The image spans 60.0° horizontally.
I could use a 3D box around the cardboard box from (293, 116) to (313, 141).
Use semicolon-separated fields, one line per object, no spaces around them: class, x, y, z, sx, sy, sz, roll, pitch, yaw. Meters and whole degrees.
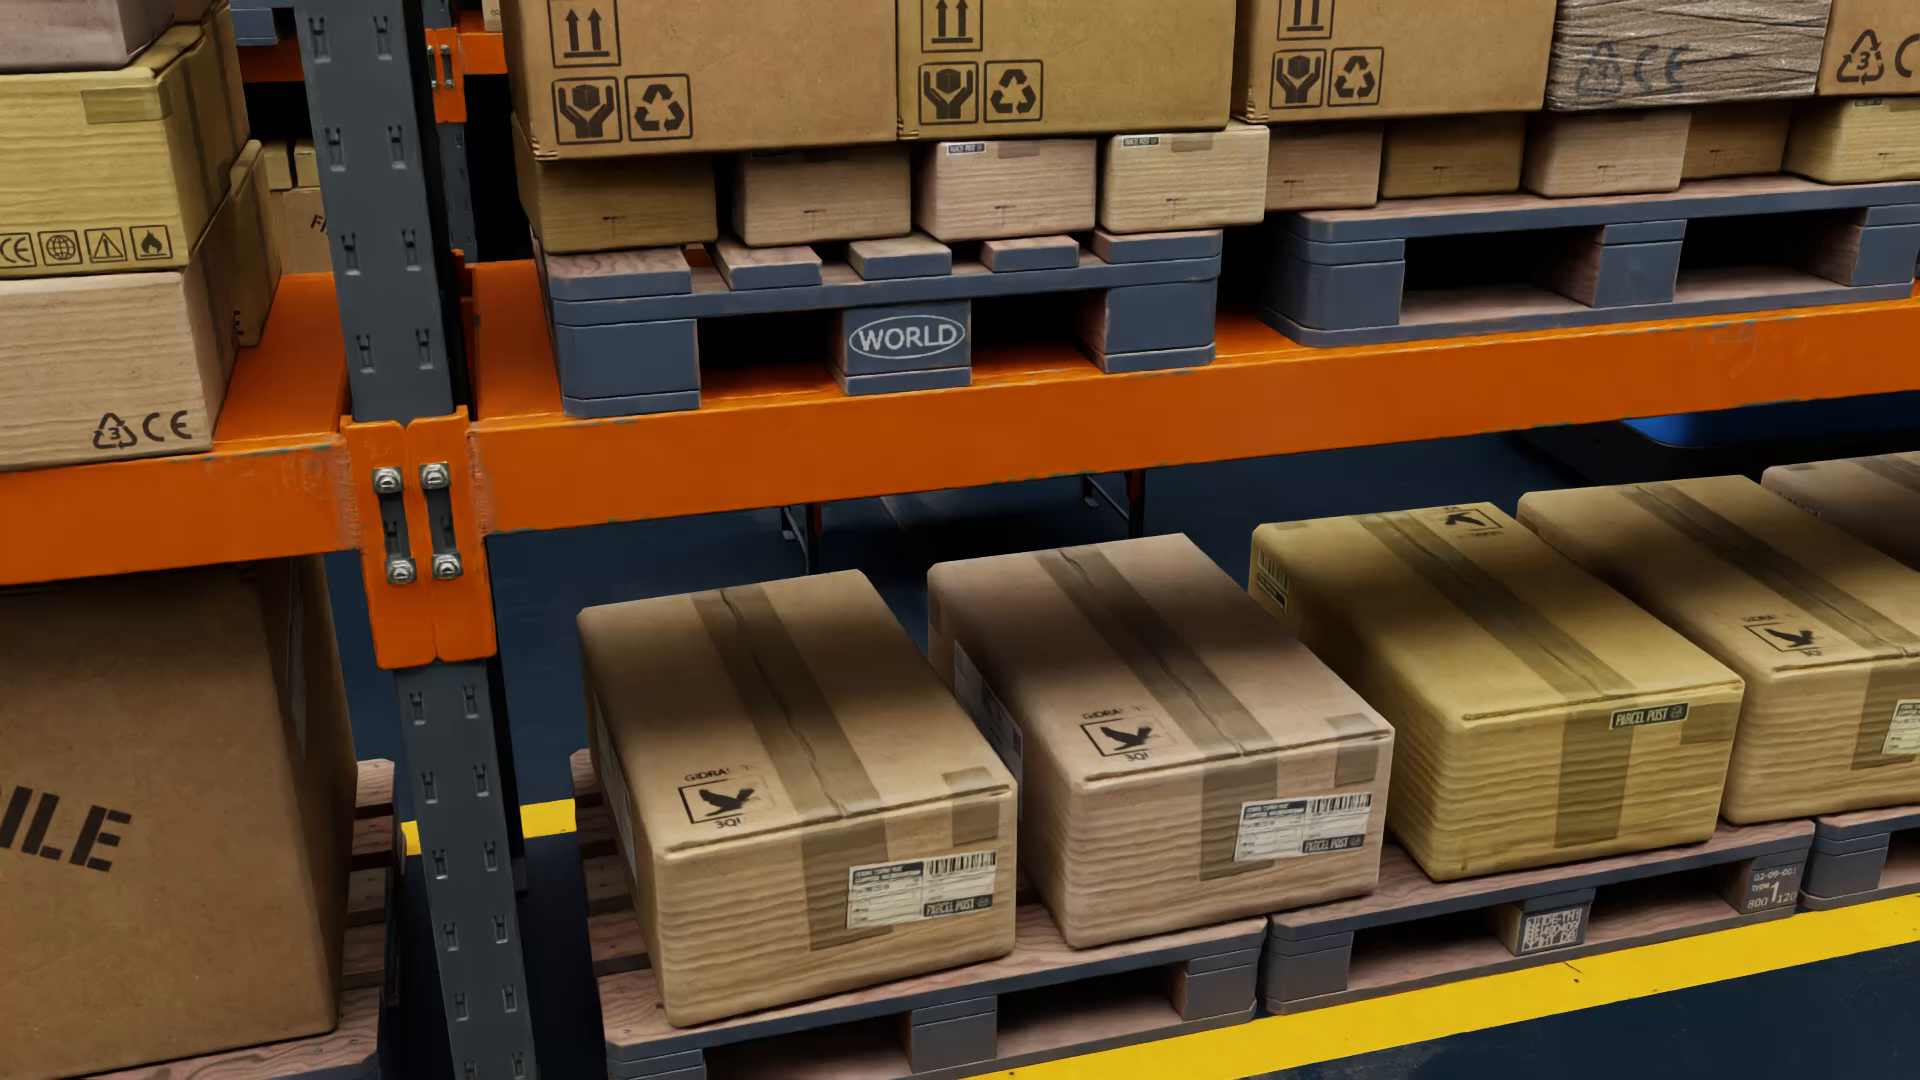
cardboard box;-2.826;-1.805;7.467;0.250;0.149;0.380;-5;24;-12

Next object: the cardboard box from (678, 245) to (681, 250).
cardboard box;-1.636;-1.563;7.567;0.625;0.625;0.875;-6;24;-13

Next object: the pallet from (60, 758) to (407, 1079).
pallet;-1.675;0.821;3.069;1.213;0.211;1.003;-6;24;-14

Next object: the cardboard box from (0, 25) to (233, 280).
cardboard box;-1.293;-0.529;2.234;0.500;0.250;0.500;-6;24;-15

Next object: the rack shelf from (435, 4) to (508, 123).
rack shelf;-0.314;-2.282;7.677;4.000;0.370;1.077;-6;24;-14

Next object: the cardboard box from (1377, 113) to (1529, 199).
cardboard box;0.768;-0.708;2.882;0.250;0.149;0.380;-5;24;-12

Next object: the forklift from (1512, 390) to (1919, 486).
forklift;3.538;-1.668;5.421;3.031;2.935;1.130;-5;24;-12

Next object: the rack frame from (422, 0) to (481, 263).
rack frame;-2.240;-2.400;7.039;0.127;3.000;1.000;-6;24;-14

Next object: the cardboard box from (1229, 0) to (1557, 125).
cardboard box;0.610;-0.969;2.667;0.500;0.500;0.500;-6;24;-13

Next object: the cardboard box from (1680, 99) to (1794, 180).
cardboard box;1.267;-0.768;3.021;0.250;0.149;0.380;-7;24;-16

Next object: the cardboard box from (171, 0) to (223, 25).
cardboard box;-1.436;-1.062;2.525;0.500;0.500;0.500;-7;24;-16

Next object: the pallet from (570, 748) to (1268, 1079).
pallet;-0.143;0.683;3.391;1.213;0.211;1.003;-6;24;-14

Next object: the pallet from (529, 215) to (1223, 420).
pallet;-0.238;-0.544;2.957;1.003;0.211;1.213;-6;24;-14

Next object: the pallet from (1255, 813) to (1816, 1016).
pallet;1.030;0.554;3.690;1.213;0.211;1.003;-6;24;-14

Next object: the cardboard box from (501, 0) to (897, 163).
cardboard box;-0.400;-0.851;2.394;0.500;0.500;0.500;-7;24;-16

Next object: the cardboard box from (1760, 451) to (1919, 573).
cardboard box;2.452;0.130;3.944;0.625;0.372;0.950;-6;24;-14

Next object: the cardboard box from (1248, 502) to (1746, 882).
cardboard box;1.091;0.282;3.588;0.625;0.372;0.950;-6;24;-13

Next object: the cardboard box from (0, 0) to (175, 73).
cardboard box;-1.323;-0.867;2.071;0.500;0.500;0.500;-7;24;-16

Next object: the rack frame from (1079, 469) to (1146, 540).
rack frame;0.483;-0.570;5.153;0.032;1.125;0.500;-6;24;-14

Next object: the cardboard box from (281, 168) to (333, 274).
cardboard box;-2.589;-1.317;7.154;0.500;0.500;0.500;-6;24;-13

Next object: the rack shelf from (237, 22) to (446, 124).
rack shelf;-4.166;-1.856;6.684;4.000;0.370;1.077;-6;24;-14

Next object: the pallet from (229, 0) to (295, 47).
pallet;-2.874;-2.213;6.846;1.003;0.211;1.213;-6;24;-14

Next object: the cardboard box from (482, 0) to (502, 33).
cardboard box;-1.747;-2.285;6.962;0.500;0.250;0.500;-6;24;-14

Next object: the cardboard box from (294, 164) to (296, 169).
cardboard box;-2.721;-1.506;7.592;0.500;0.500;0.500;-5;24;-12

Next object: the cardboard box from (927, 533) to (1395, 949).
cardboard box;0.360;0.361;3.405;0.625;0.372;0.950;-7;24;-15

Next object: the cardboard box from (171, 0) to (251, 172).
cardboard box;-1.450;-0.716;2.672;0.500;0.250;0.500;-6;24;-15

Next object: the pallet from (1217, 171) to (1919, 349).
pallet;0.999;-0.654;3.213;1.213;0.211;1.003;-6;24;-14

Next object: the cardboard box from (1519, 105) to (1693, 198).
cardboard box;1.037;-0.711;2.889;0.250;0.149;0.380;-6;24;-13

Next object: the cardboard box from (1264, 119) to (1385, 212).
cardboard box;0.506;-0.663;2.777;0.250;0.149;0.380;-5;24;-11

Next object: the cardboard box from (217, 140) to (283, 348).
cardboard box;-1.435;-0.490;2.779;0.500;0.250;0.500;-7;24;-15

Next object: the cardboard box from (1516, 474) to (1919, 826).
cardboard box;1.760;0.207;3.762;0.625;0.372;0.950;-5;24;-11

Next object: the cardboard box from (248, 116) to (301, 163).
cardboard box;-3.089;-1.787;7.425;0.250;0.149;0.380;-6;24;-13

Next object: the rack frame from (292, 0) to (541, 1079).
rack frame;-0.895;-0.516;2.648;0.127;3.000;1.000;-6;24;-14

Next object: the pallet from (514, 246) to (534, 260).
pallet;-1.437;-1.191;7.759;1.213;0.211;1.003;-6;24;-14

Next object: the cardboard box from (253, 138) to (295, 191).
cardboard box;-2.901;-1.553;6.879;0.250;0.149;0.380;-8;24;-17

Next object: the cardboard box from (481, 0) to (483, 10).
cardboard box;-1.876;-2.476;7.406;0.500;0.250;0.500;-7;24;-15

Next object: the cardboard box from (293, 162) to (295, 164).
cardboard box;-3.199;-1.461;7.488;0.500;0.500;0.500;-6;24;-14

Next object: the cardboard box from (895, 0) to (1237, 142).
cardboard box;0.100;-0.910;2.529;0.500;0.500;0.500;-5;24;-12

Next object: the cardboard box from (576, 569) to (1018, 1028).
cardboard box;-0.349;0.442;3.215;0.625;0.372;0.950;-8;24;-18

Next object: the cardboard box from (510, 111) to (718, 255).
cardboard box;-0.532;-0.557;2.531;0.250;0.149;0.380;-8;24;-17

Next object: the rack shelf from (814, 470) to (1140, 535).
rack shelf;-0.007;-0.292;5.123;1.000;0.278;0.538;-6;24;-14

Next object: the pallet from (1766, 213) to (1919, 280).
pallet;2.181;-0.828;3.618;1.213;0.211;1.003;-6;24;-14

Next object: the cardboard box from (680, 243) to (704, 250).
cardboard box;-1.009;-1.635;7.736;0.625;0.625;0.875;-6;24;-13

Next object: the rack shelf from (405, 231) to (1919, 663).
rack shelf;1.030;-0.398;3.286;4.000;0.370;1.077;-6;24;-14

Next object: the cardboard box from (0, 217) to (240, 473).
cardboard box;-1.312;-0.294;2.322;0.500;0.250;0.500;-7;24;-16

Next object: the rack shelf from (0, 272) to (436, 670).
rack shelf;-2.821;0.028;2.293;4.000;0.370;1.077;-6;24;-14

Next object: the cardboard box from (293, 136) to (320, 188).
cardboard box;-2.647;-1.593;6.974;0.250;0.149;0.380;-8;24;-17

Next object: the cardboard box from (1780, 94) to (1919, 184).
cardboard box;1.549;-0.757;2.995;0.250;0.149;0.380;-6;24;-14

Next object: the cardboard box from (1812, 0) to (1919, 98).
cardboard box;1.597;-1.075;2.915;0.500;0.500;0.500;-5;24;-13

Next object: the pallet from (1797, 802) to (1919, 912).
pallet;2.207;0.423;3.996;1.213;0.211;1.003;-6;24;-14

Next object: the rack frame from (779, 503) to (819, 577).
rack frame;-0.496;-0.462;4.900;0.032;1.125;0.500;-6;24;-14

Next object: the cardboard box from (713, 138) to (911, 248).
cardboard box;-0.251;-0.575;2.571;0.250;0.149;0.380;-8;24;-18

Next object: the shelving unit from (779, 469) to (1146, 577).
shelving unit;-0.007;-0.516;5.027;1.048;1.125;0.538;-6;24;-14

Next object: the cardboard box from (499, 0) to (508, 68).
cardboard box;-0.533;-1.045;2.846;0.500;0.500;0.500;-7;24;-16

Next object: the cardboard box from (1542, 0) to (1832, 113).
cardboard box;1.093;-1.019;2.784;0.500;0.500;0.500;-7;24;-16

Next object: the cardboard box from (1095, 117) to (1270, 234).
cardboard box;0.295;-0.608;2.648;0.250;0.149;0.380;-6;24;-14

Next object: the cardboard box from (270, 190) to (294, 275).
cardboard box;-3.074;-1.268;7.039;0.500;0.500;0.500;-7;24;-15

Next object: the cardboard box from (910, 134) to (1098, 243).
cardboard box;0.025;-0.586;2.598;0.250;0.149;0.380;-8;24;-18

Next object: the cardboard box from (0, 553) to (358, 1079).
cardboard box;-1.583;0.310;2.886;0.875;0.875;0.875;-7;24;-15
